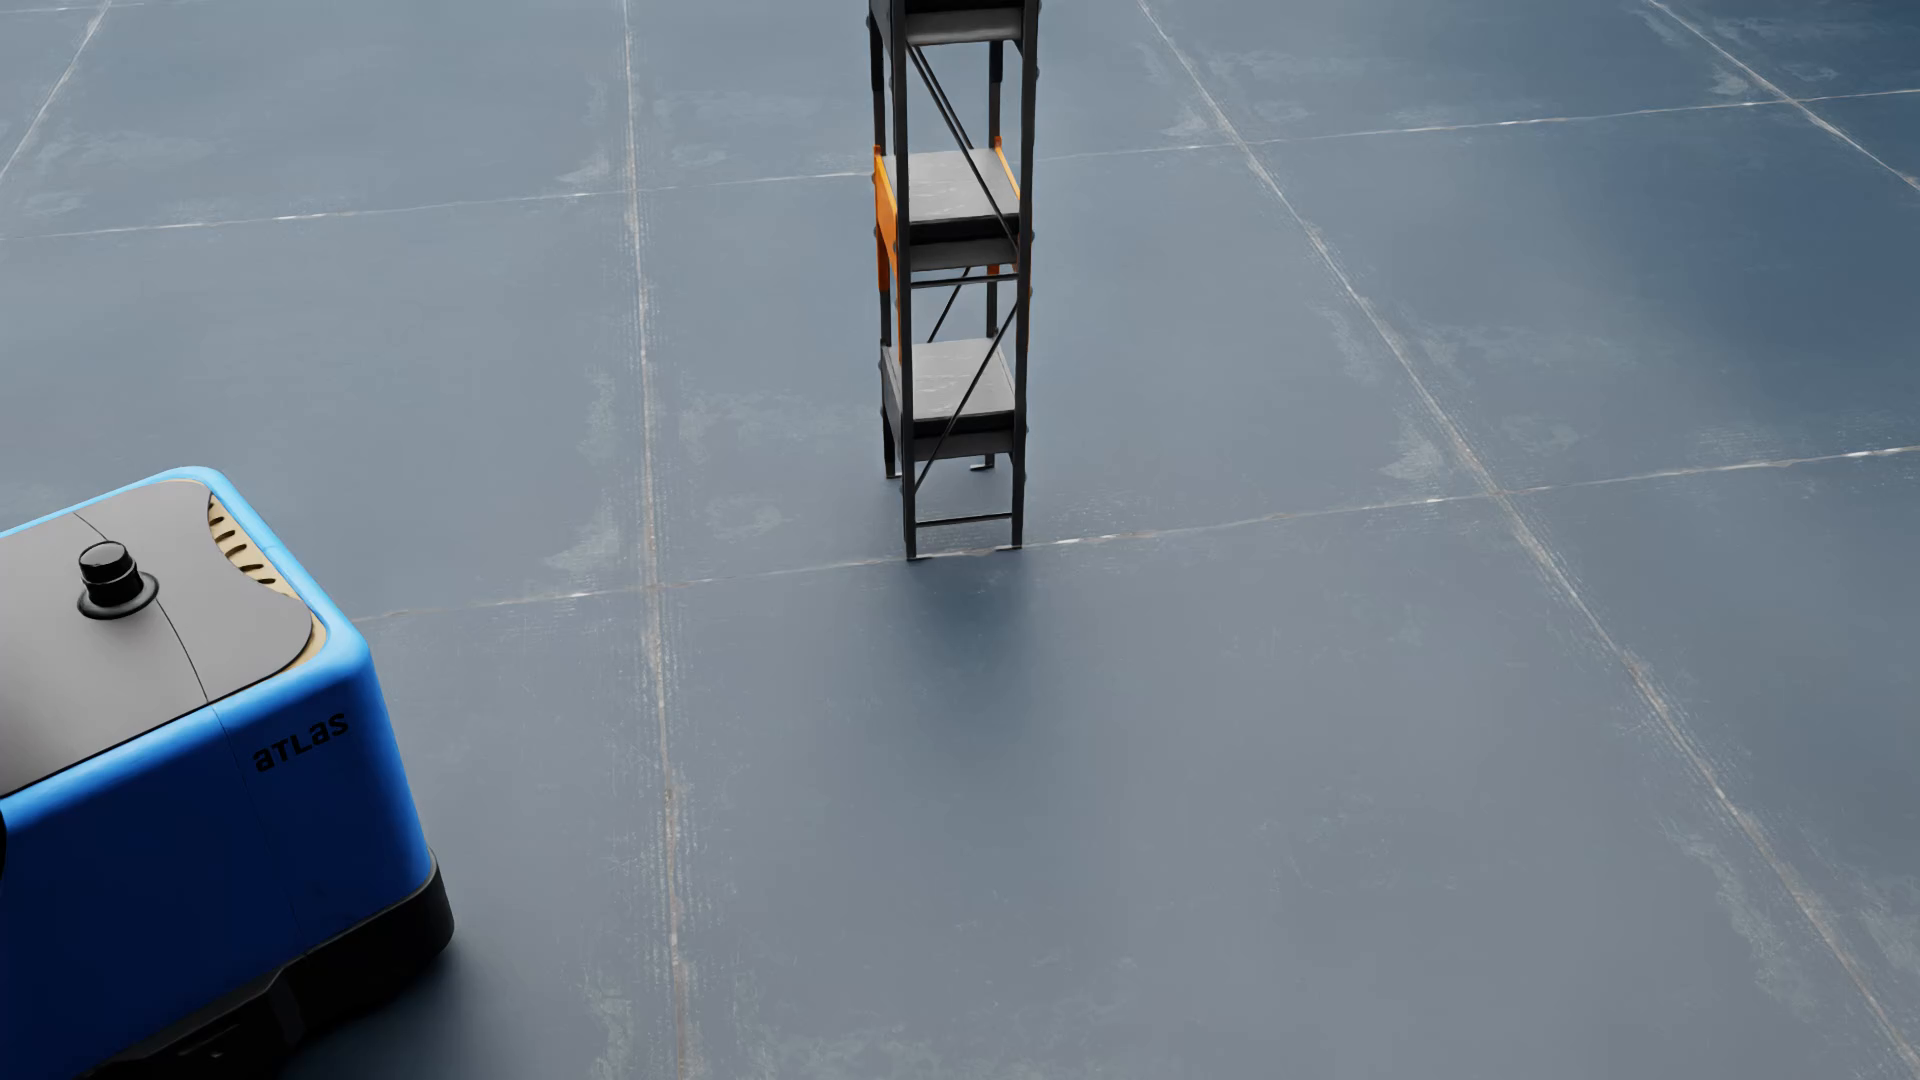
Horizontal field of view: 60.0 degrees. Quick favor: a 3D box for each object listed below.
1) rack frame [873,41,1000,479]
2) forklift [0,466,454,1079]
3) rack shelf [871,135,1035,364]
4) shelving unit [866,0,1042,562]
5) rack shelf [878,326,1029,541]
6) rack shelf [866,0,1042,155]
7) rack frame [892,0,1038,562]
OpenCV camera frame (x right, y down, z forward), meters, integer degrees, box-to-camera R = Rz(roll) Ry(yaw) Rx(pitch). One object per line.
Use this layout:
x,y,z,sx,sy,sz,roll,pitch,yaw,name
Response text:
-0.072,-1.077,5.424,0.400,2.100,0.015,-6,38,-8,rack frame
-2.765,0.286,2.993,3.031,2.935,1.130,-28,46,-31,forklift
-0.029,-0.918,5.243,0.431,0.518,0.480,-6,38,-8,rack shelf
-0.029,-0.929,5.235,0.431,2.100,0.503,-6,38,-8,shelving unit
-0.029,-0.366,5.672,0.431,0.518,0.480,-6,38,-8,rack shelf
-0.029,-1.471,4.813,0.431,0.518,0.480,-6,38,-8,rack shelf
0.014,-0.782,5.045,0.400,2.100,0.015,-6,38,-8,rack frame
